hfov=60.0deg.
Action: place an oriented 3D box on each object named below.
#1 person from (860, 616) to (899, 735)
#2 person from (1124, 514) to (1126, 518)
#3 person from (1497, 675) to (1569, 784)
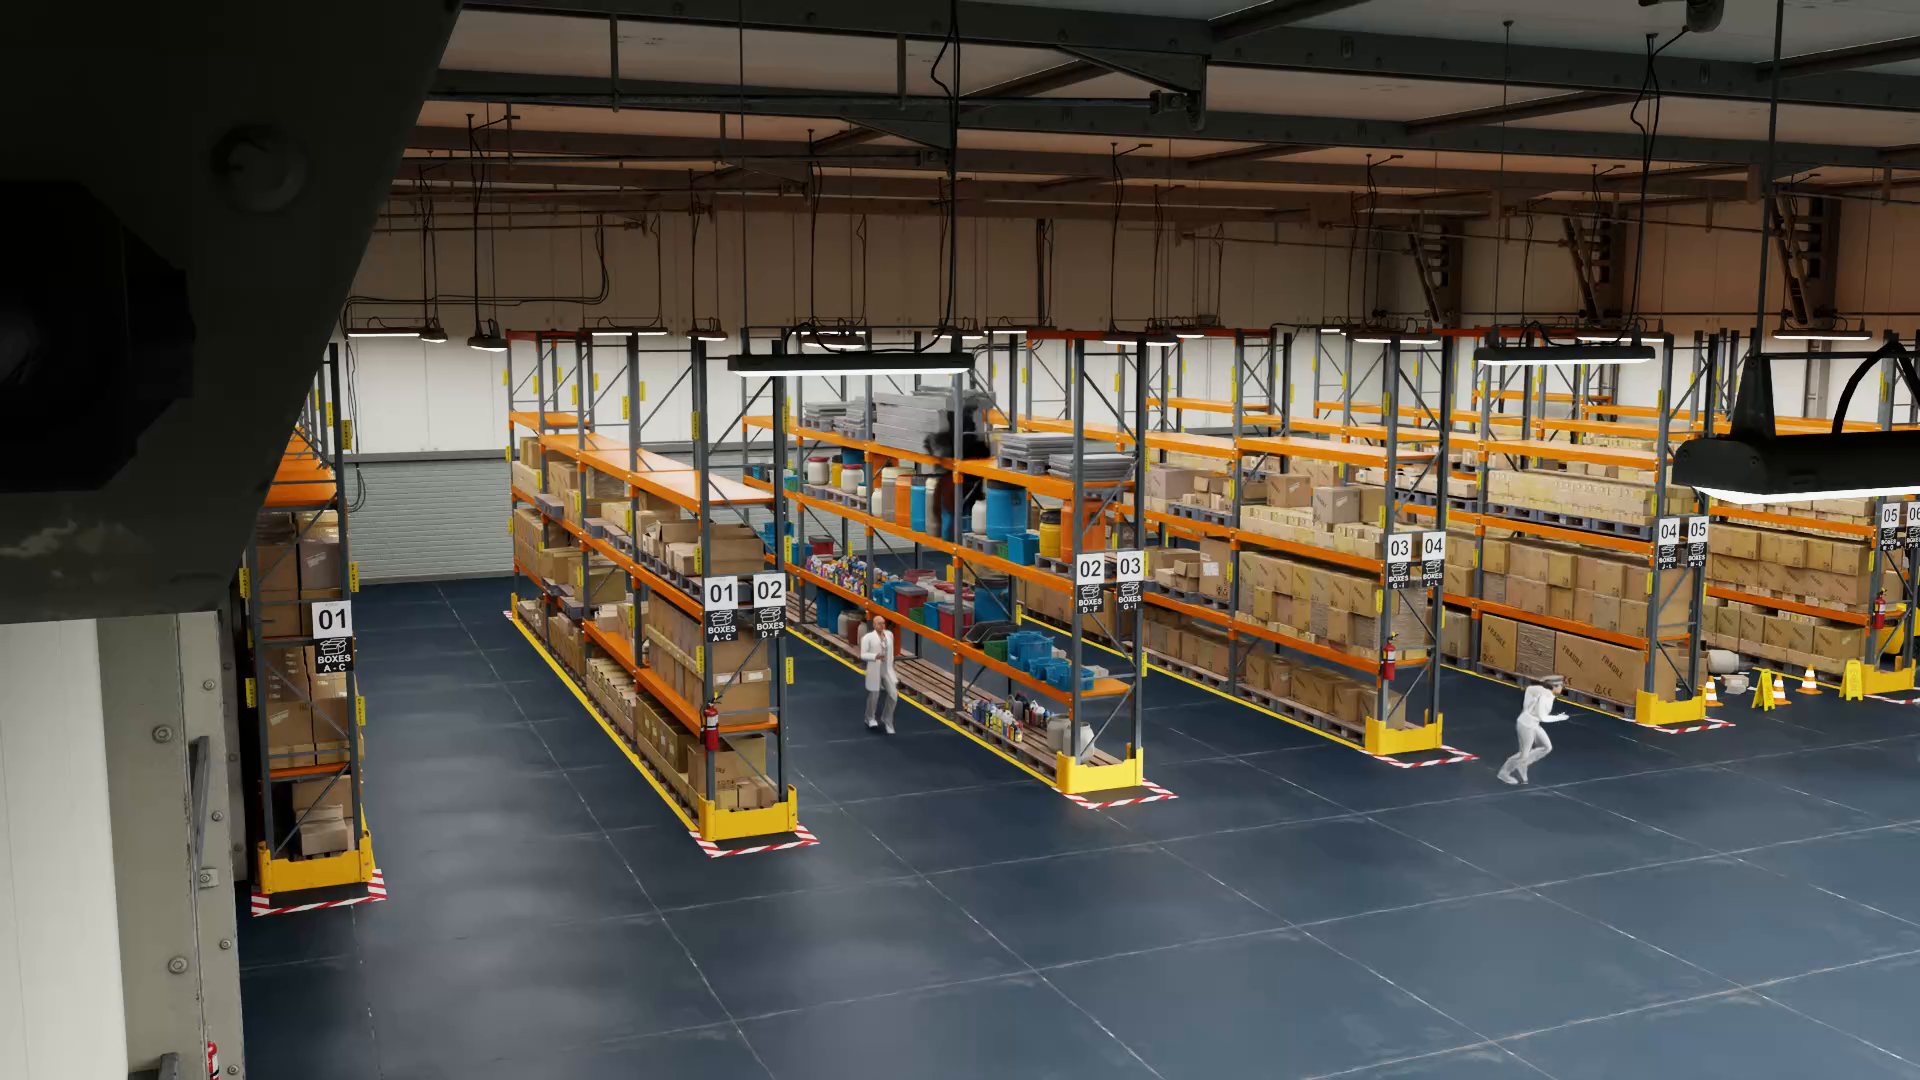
[{"bbox_3d":[-1.206,2.045,25.185,0.654,1.823,0.852,-4,9,-25],"label":"person"},{"bbox_3d":[3.707,0.210,38.783,0.704,1.758,0.836,-1,8,-7],"label":"person"},{"bbox_3d":[7.727,2.538,22.404,0.878,1.514,0.639,3,8,21],"label":"person"}]
